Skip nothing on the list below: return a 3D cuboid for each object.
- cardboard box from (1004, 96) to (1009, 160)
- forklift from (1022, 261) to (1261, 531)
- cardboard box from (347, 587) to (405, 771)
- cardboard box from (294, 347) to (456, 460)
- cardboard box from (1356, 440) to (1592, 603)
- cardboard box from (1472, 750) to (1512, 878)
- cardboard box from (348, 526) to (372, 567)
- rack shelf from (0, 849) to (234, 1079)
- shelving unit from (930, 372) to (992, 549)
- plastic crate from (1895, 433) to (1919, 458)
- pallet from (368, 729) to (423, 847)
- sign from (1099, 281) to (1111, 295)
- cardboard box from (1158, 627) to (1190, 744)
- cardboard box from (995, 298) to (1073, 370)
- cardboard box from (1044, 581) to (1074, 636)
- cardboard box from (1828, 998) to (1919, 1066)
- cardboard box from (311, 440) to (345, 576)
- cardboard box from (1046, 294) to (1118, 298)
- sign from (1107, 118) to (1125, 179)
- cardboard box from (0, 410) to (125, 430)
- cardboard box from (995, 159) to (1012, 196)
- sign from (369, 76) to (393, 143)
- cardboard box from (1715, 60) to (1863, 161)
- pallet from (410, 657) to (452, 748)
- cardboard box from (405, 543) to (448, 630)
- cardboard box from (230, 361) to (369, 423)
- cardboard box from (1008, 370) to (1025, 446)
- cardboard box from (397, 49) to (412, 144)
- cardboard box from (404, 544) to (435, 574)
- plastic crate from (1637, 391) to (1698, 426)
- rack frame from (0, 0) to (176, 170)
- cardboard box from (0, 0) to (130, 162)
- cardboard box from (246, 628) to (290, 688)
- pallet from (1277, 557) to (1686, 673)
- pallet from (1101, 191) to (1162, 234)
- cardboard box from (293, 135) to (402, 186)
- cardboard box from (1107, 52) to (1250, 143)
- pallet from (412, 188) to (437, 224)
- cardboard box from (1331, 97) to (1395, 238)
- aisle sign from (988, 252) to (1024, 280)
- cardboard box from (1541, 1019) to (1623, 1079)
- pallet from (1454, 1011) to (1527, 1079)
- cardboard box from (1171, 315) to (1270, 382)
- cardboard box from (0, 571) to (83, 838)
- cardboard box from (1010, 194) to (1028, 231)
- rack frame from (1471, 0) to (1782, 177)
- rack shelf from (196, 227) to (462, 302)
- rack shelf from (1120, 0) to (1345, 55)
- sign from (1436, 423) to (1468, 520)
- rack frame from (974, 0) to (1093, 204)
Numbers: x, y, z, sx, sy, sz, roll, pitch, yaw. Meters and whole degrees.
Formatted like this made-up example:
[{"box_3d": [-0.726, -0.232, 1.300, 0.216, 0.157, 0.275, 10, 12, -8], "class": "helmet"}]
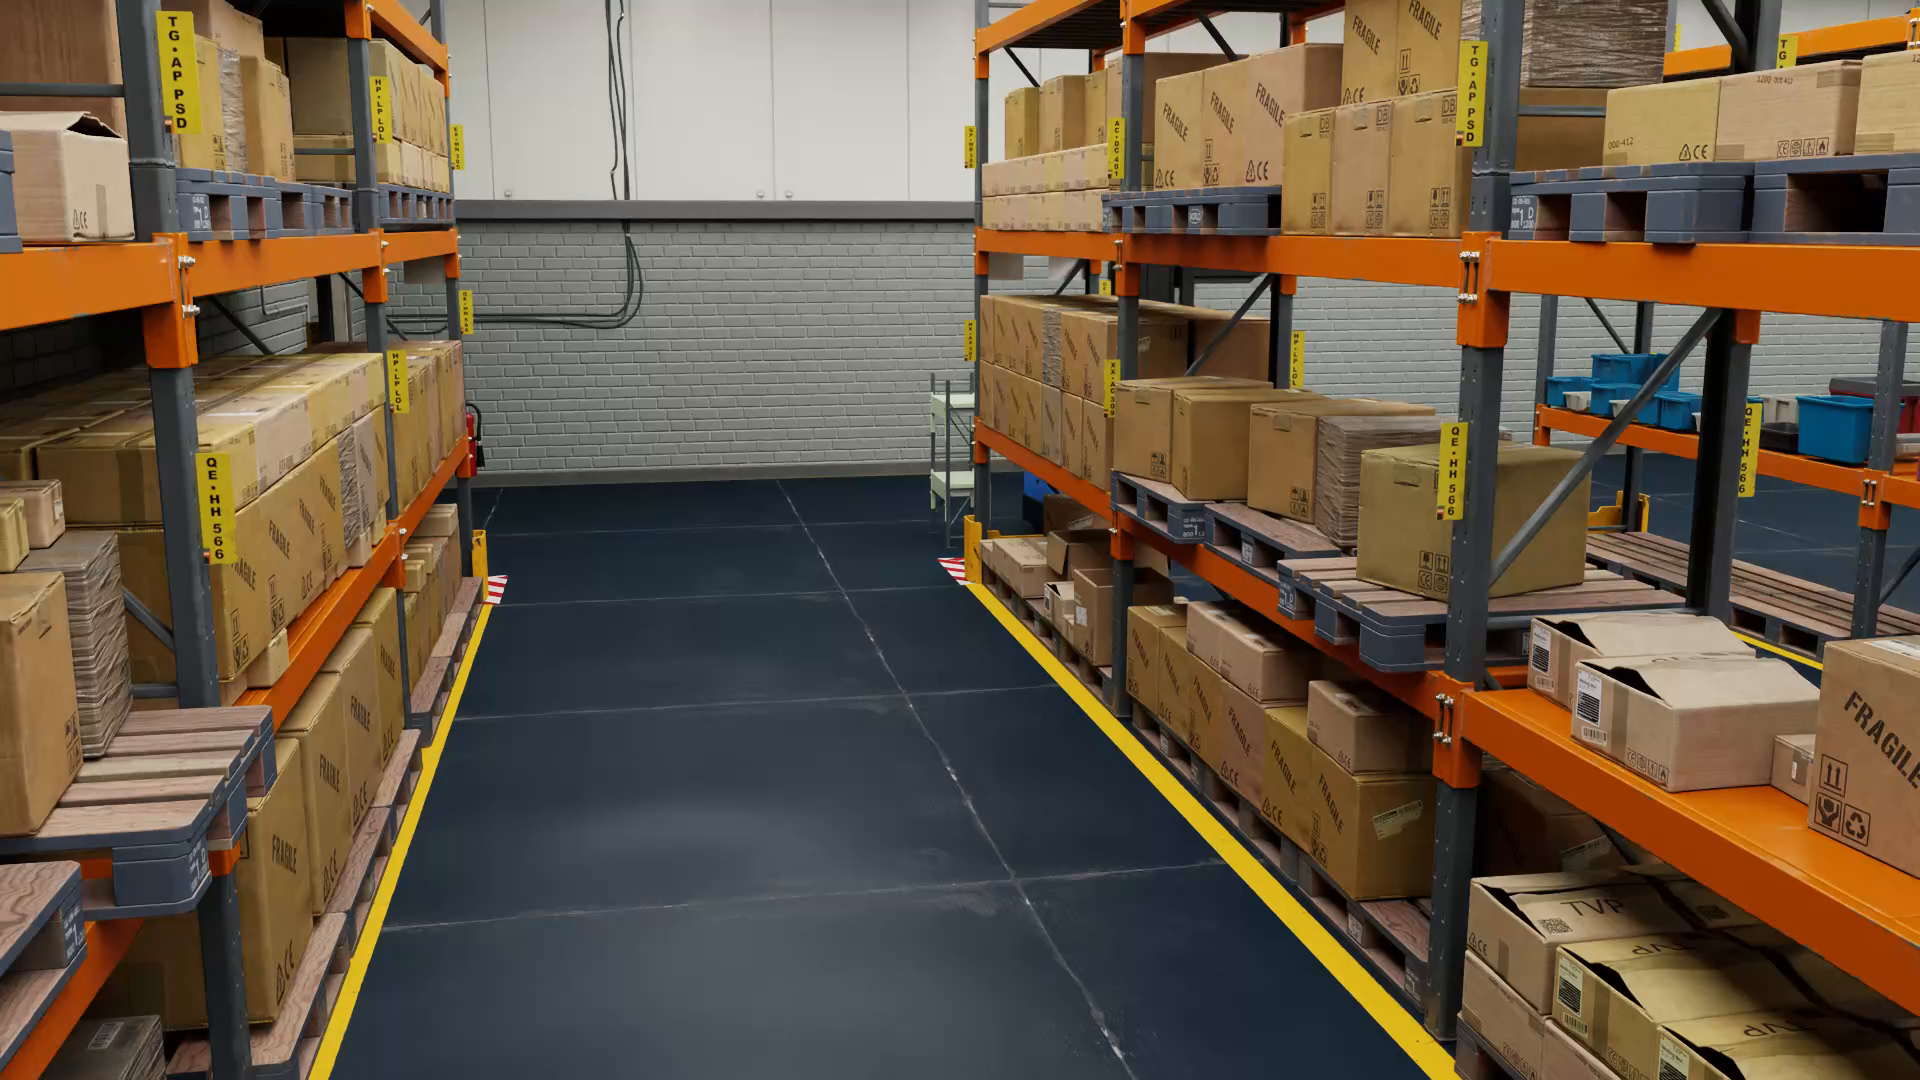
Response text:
[{"box_3d": [0.733, -3.107, 12.587, 0.700, 0.500, 0.500, -2, 11, -11], "class": "cardboard box"}, {"box_3d": [2.174, -1.570, 15.662, 3.031, 2.935, 1.130, -3, 11, -13], "class": "forklift"}, {"box_3d": [-3.209, 0.692, 8.218, 0.750, 0.750, 0.750, -2, 11, -10], "class": "cardboard box"}, {"box_3d": [-3.980, -0.927, 11.296, 0.980, 0.700, 0.700, -2, 11, -11], "class": "cardboard box"}, {"box_3d": [1.940, -0.086, 6.290, 0.700, 0.500, 0.500, -6, 12, -30], "class": "cardboard box"}, {"box_3d": [2.257, 1.103, 6.943, 0.500, 0.500, 0.500, -3, 11, -13], "class": "cardboard box"}, {"box_3d": [-2.932, 0.034, 7.668, 0.380, 0.149, 0.250, -2, 11, -11], "class": "cardboard box"}, {"box_3d": [-2.296, 1.182, 2.944, 1.077, 0.370, 4.000, -2, 11, -11], "class": "rack shelf"}, {"box_3d": [0.001, -0.736, 15.103, 0.431, 1.500, 0.755, -2, 11, -11], "class": "shelving unit"}, {"box_3d": [6.304, -0.623, 11.046, 0.396, 0.136, 0.243, -2, 11, -11], "class": "plastic crate"}, {"box_3d": [-3.239, 1.236, 8.190, 1.003, 0.211, 1.213, -2, 11, -11], "class": "pallet"}, {"box_3d": [1.165, -1.927, 13.411, 0.100, 0.325, 0.005, -2, 11, -11], "class": "sign"}, {"box_3d": [1.365, 0.754, 8.776, 0.500, 0.500, 0.500, -2, 11, -10], "class": "cardboard box"}, {"box_3d": [0.554, -1.540, 12.379, 0.500, 0.500, 0.500, -2, 11, -10], "class": "cardboard box"}, {"box_3d": [0.860, 0.420, 11.036, 0.500, 0.311, 0.500, -2, 11, -11], "class": "cardboard box"}, {"box_3d": [2.719, 1.424, 4.475, 0.500, 0.311, 0.500, -2, 11, -11], "class": "cardboard box"}, {"box_3d": [-2.826, -0.125, 6.767, 0.500, 0.500, 0.500, -2, 11, -9], "class": "cardboard box"}, {"box_3d": [0.973, -1.655, 12.983, 0.500, 0.500, 0.500, -2, 11, -12], "class": "cardboard box"}, {"box_3d": [0.864, -2.159, 9.168, 0.100, 0.325, 0.005, -2, 11, -11], "class": "sign"}, {"box_3d": [-3.125, -0.281, 5.582, 0.500, 0.250, 0.500, -2, 11, -13], "class": "cardboard box"}, {"box_3d": [0.552, -2.637, 12.121, 0.500, 0.250, 0.500, -2, 11, -11], "class": "cardboard box"}, {"box_3d": [-2.933, -2.176, 8.413, 0.100, 0.325, 0.005, -2, 11, -11], "class": "sign"}, {"box_3d": [2.436, -1.149, 4.520, 0.500, 0.250, 0.500, -2, 11, -9], "class": "cardboard box"}, {"box_3d": [-3.534, 0.955, 9.666, 1.003, 0.211, 1.213, -2, 11, -11], "class": "pallet"}, {"box_3d": [-3.811, 0.325, 11.085, 0.700, 0.500, 0.500, -2, 11, -13], "class": "cardboard box"}, {"box_3d": [-3.032, -0.675, 7.653, 0.500, 0.250, 0.500, -2, 11, -10], "class": "cardboard box"}, {"box_3d": [0.645, -0.958, 11.995, 0.500, 0.500, 0.500, -2, 11, -11], "class": "cardboard box"}, {"box_3d": [-3.433, -2.531, 9.507, 0.500, 0.500, 0.500, -2, 11, -12], "class": "cardboard box"}, {"box_3d": [-3.498, 0.125, 10.400, 0.380, 0.149, 0.250, -2, 11, -13], "class": "cardboard box"}, {"box_3d": [5.458, -1.015, 12.846, 0.416, 0.233, 0.300, -2, 11, -11], "class": "plastic crate"}, {"box_3d": [-2.685, -2.486, 4.243, 1.000, 3.000, 0.127, -2, 11, -11], "class": "rack frame"}, {"box_3d": [-2.834, -1.363, 4.920, 0.700, 0.500, 0.500, -3, 11, -15], "class": "cardboard box"}, {"box_3d": [-2.531, 0.408, 5.703, 0.380, 0.149, 0.250, -2, 11, -9], "class": "cardboard box"}, {"box_3d": [1.972, 0.253, 6.411, 1.213, 0.211, 1.003, -2, 11, -11], "class": "pallet"}, {"box_3d": [1.453, -1.712, 8.703, 1.213, 0.211, 1.003, -2, 11, -11], "class": "pallet"}, {"box_3d": [-3.339, -2.064, 9.059, 0.500, 0.250, 0.500, -2, 11, -11], "class": "cardboard box"}, {"box_3d": [1.263, -2.555, 9.686, 0.700, 0.500, 0.500, -2, 11, -11], "class": "cardboard box"}, {"box_3d": [-3.846, -2.076, 10.349, 1.003, 0.211, 1.213, -2, 11, -11], "class": "pallet"}, {"box_3d": [1.956, -1.414, 6.369, 0.910, 0.500, 0.500, -2, 11, -11], "class": "cardboard box"}, {"box_3d": [0.316, -2.466, 13.229, 0.394, 0.787, 0.004, -2, 11, -11], "class": "aisle sign"}, {"box_3d": [2.085, 1.624, 4.926, 0.500, 0.250, 0.500, -2, 11, -13], "class": "cardboard box"}, {"box_3d": [2.295, 1.803, 5.214, 1.003, 0.211, 1.213, -2, 11, -11], "class": "pallet"}, {"box_3d": [1.579, -1.090, 10.013, 0.500, 0.500, 0.500, -2, 11, -10], "class": "cardboard box"}, {"box_3d": [-2.449, 0.384, 3.769, 0.700, 0.500, 0.500, -3, 11, -16], "class": "cardboard box"}, {"box_3d": [0.651, -2.299, 11.687, 0.500, 0.250, 0.500, -2, 11, -11], "class": "cardboard box"}, {"box_3d": [2.173, -2.667, 5.193, 1.000, 3.000, 0.127, -2, 11, -11], "class": "rack frame"}, {"box_3d": [-3.852, -1.759, 10.372, 1.077, 0.370, 4.000, -2, 11, -11], "class": "rack shelf"}, {"box_3d": [1.784, -2.483, 7.225, 1.077, 0.370, 4.000, -2, 11, -11], "class": "rack shelf"}, {"box_3d": [1.643, -0.228, 5.540, 0.100, 0.325, 0.005, -2, 11, -11], "class": "sign"}, {"box_3d": [0.617, -4.134, 12.901, 1.000, 3.000, 0.127, -2, 11, -11], "class": "rack frame"}]
